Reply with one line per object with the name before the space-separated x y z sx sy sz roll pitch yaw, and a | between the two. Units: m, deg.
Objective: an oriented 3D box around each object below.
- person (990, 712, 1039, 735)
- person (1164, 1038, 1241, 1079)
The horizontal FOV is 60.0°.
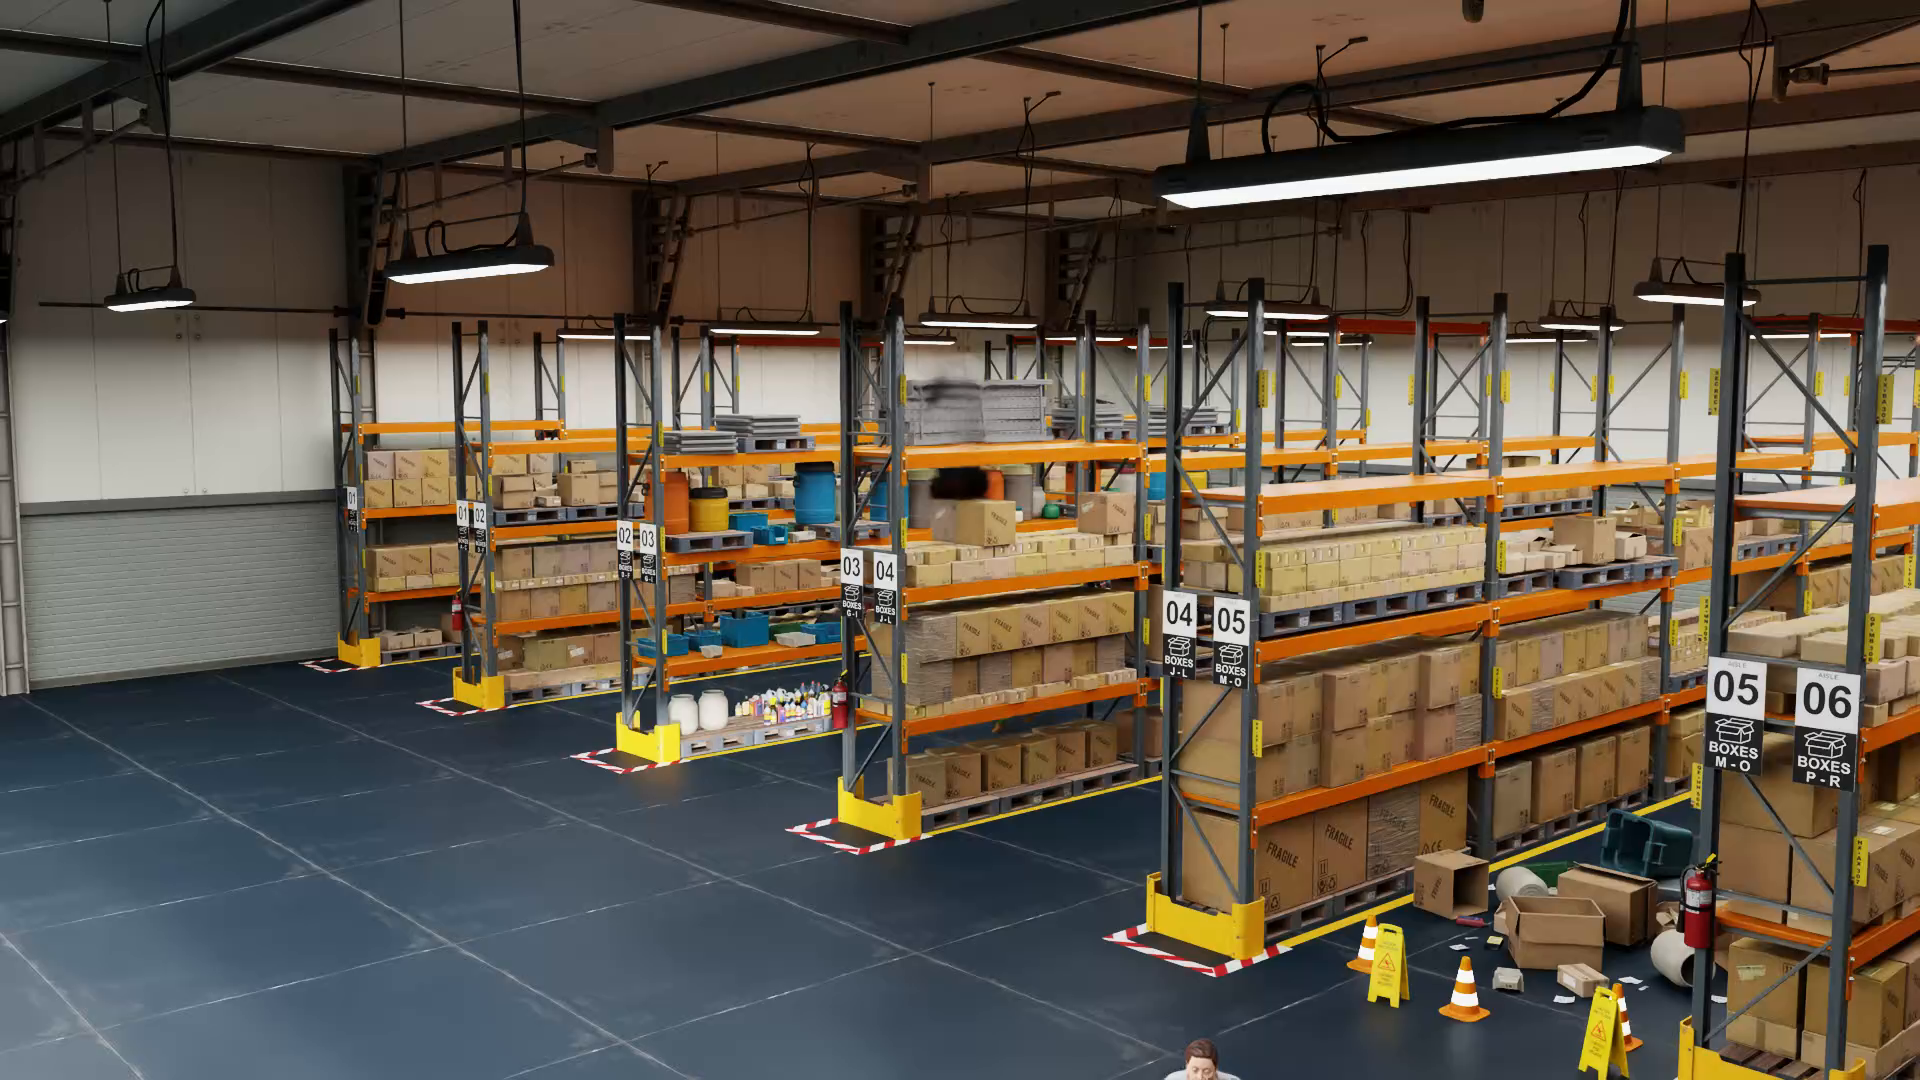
person | 0.815 1.871 24.162 0.623 1.805 0.983 5 7 39
person | 1.391 3.471 9.350 0.574 1.625 0.916 1 6 10
